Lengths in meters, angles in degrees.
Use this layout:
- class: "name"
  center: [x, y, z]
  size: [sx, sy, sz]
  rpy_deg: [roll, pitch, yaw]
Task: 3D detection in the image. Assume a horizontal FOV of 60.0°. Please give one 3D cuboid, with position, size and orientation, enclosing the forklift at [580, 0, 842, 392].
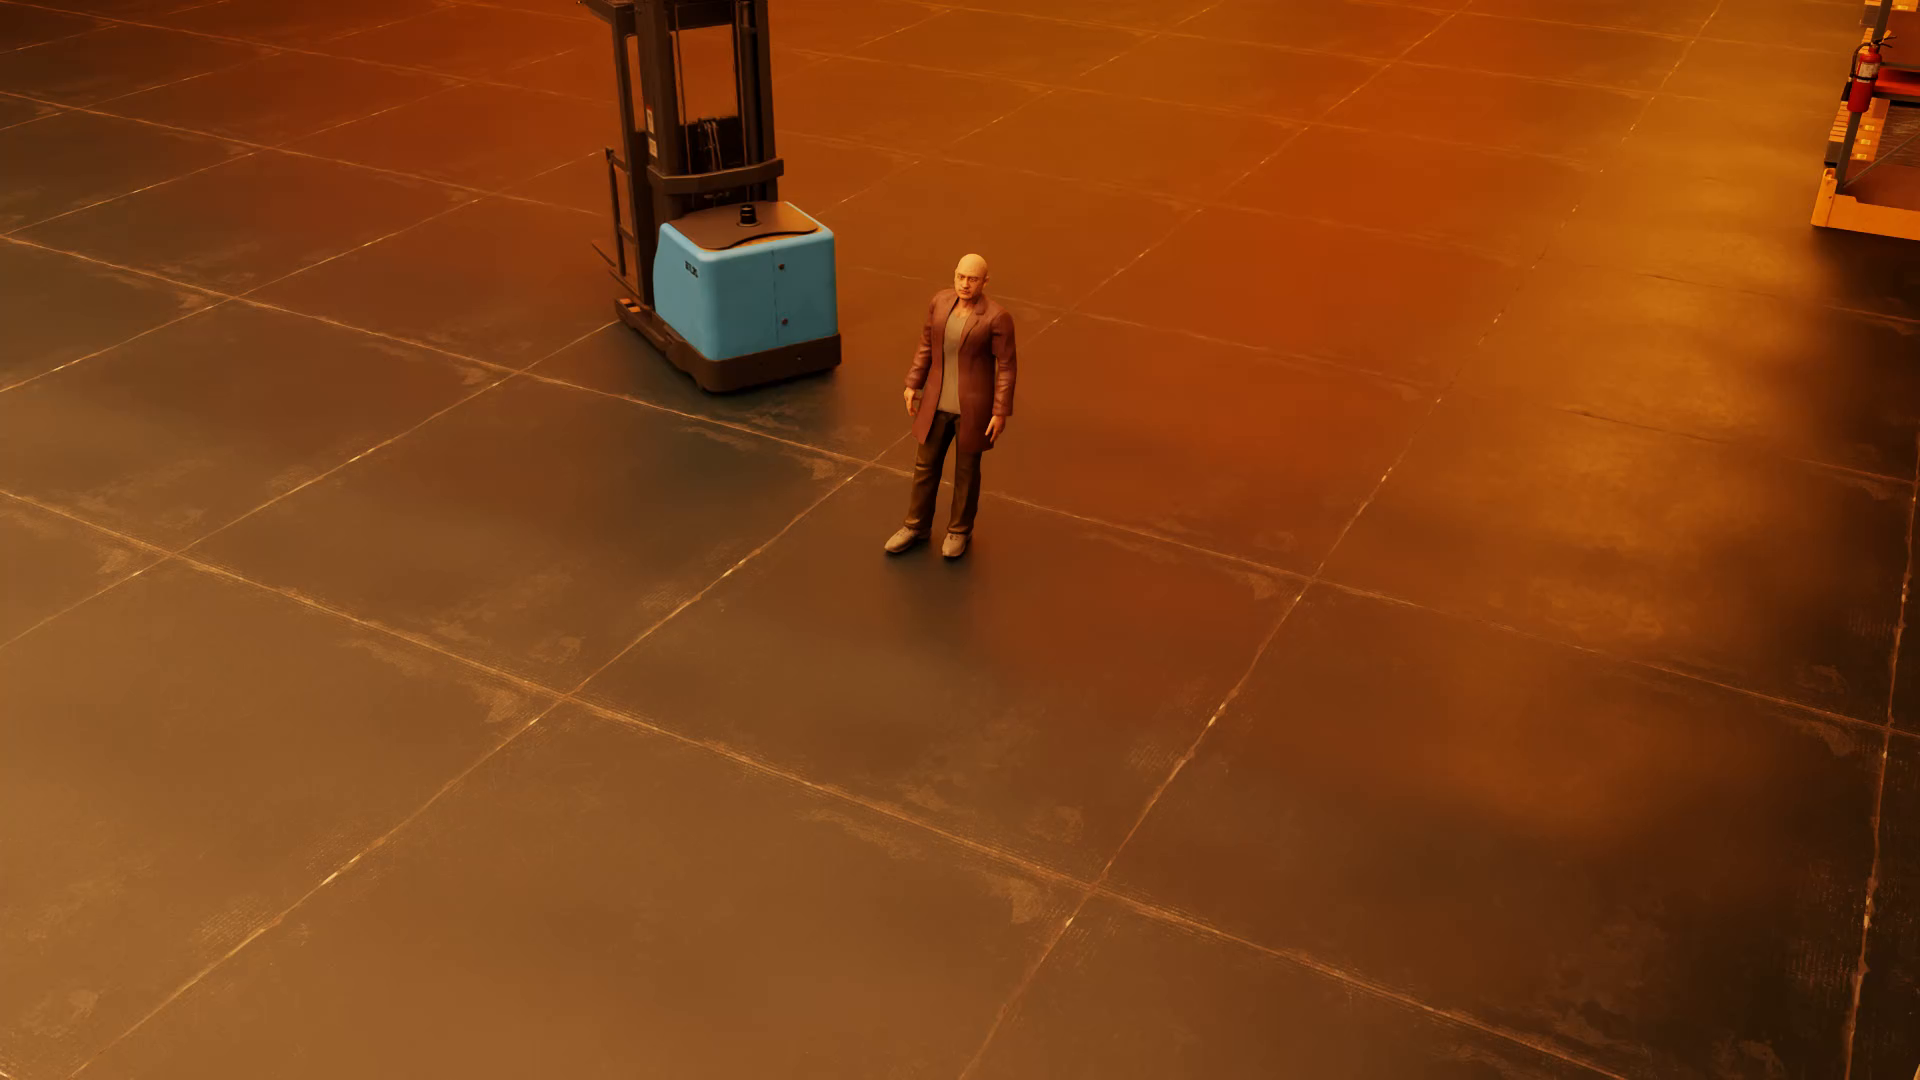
- class: "forklift"
  center: [-2.035, -3.007, 12.282]
  size: [1.130, 2.935, 3.031]
  rpy_deg: [-16, 34, -26]

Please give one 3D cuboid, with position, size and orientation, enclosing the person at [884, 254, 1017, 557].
- class: "person"
  center: [-0.048, -0.737, 9.486]
  size: [0.698, 1.778, 0.579]
  rpy_deg: [15, 33, 25]
